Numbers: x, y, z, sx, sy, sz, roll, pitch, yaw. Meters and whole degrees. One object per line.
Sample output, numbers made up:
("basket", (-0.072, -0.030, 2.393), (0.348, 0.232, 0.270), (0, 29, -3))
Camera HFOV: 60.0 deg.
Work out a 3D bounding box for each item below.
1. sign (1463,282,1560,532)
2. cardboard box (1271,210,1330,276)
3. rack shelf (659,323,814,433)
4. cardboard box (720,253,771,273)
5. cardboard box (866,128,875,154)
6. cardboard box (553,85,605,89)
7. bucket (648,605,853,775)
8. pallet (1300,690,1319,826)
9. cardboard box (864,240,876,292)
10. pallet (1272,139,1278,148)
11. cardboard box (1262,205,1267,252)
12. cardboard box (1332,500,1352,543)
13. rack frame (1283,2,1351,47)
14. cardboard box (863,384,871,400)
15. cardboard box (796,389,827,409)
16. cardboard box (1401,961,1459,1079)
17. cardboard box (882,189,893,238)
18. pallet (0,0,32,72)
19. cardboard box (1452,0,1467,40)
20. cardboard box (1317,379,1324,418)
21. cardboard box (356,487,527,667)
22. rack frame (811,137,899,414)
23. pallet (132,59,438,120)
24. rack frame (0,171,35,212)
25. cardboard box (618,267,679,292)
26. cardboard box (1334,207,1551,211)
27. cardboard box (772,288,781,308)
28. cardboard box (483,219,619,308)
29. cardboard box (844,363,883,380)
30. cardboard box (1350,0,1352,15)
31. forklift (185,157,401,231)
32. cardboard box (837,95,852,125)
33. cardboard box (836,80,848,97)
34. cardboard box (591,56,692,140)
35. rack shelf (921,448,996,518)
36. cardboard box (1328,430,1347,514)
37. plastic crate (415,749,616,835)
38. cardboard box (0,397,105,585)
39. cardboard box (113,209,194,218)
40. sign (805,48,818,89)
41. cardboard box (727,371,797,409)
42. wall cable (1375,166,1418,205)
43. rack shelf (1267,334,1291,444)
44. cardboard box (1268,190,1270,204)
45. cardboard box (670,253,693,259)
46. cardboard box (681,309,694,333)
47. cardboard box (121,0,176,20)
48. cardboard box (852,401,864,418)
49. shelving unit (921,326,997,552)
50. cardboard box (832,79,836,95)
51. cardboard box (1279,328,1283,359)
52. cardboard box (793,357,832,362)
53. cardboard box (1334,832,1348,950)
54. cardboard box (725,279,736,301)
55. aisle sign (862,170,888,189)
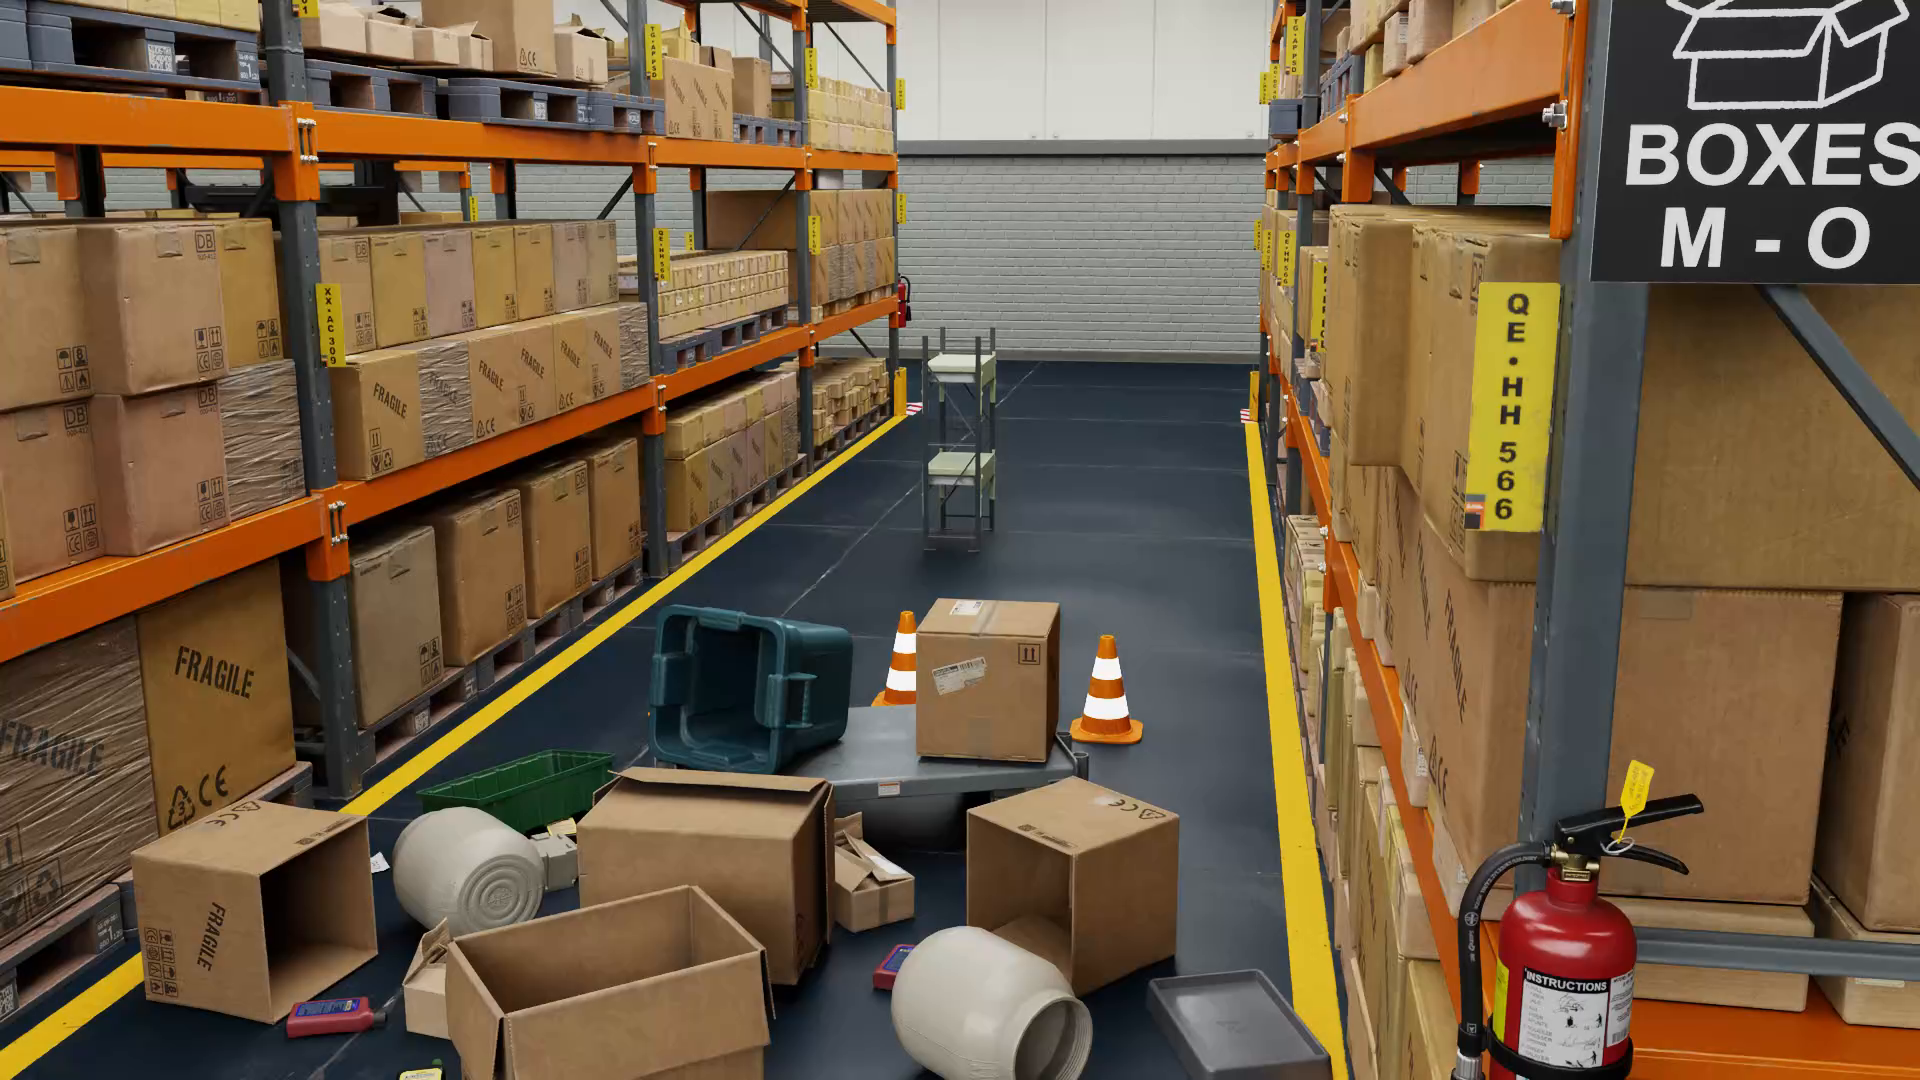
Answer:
("sign", (0.719, -0.171, 2.170), (0.100, 0.325, 0.005), (2, 12, 9))
("cardboard box", (2.758, -2.382, 13.315), (0.500, 0.500, 0.500), (2, 12, 9))
("rack shelf", (-2.105, -1.298, 12.604), (1.077, 0.370, 4.000), (2, 12, 9))
("cardboard box", (-1.748, -2.240, 13.453), (0.380, 0.149, 0.250), (1, 12, 7))
("cardboard box", (-1.151, -3.979, 16.573), (0.500, 0.250, 0.500), (2, 12, 11))
("cardboard box", (-2.287, -2.708, 9.638), (0.380, 0.166, 0.250), (2, 12, 9))
("bucket", (-0.770, 0.560, 6.439), (0.726, 0.611, 0.620), (7, 4, 28))
("pallet", (1.998, 0.940, 7.132), (1.003, 0.211, 1.213), (2, 12, 9))
("cardboard box", (-1.149, -2.778, 16.821), (0.500, 0.500, 0.500), (2, 12, 9))
("pallet", (3.436, -3.773, 15.470), (1.003, 0.211, 1.213), (2, 12, 9))
("cardboard box", (3.297, -3.098, 16.640), (0.500, 0.500, 0.500), (2, 12, 7))
("cardboard box", (1.514, -0.083, 5.856), (0.380, 0.149, 0.250), (2, 12, 8))
("rack frame", (3.110, -4.859, 13.181), (1.000, 3.000, 0.127), (2, 12, 9))
("cardboard box", (-1.126, -1.520, 16.991), (0.380, 0.149, 0.250), (2, 12, 9))
("cardboard box", (-1.438, -1.289, 15.212), (0.380, 0.149, 0.250), (3, 12, 11))
("cardboard box", (1.130, 1.168, 3.202), (0.500, 0.500, 0.500), (2, 12, 9))
("cardboard box", (-1.006, -3.478, 17.697), (0.500, 0.500, 0.500), (2, 12, 7))
("pallet", (-3.353, -1.400, 4.462), (1.003, 0.211, 1.213), (2, 12, 9))
("cardboard box", (1.267, -1.121, 3.552), (0.380, 0.149, 0.250), (2, 12, 7))
("cardboard box", (1.784, -0.622, 7.360), (0.380, 0.149, 0.250), (2, 12, 9))
("cardboard box", (-2.869, 0.161, 8.469), (1.050, 0.750, 0.750), (2, 12, 9))
("rack frame", (-1.182, -2.899, 18.323), (1.000, 3.000, 0.127), (2, 12, 9))
("pallet", (-2.935, -1.966, 7.329), (0.805, 0.209, 1.217), (1, 12, 6))
("rack frame", (-10.961, -3.241, 19.911), (1.000, 3.000, 0.127), (2, 12, 9))
("cardboard box", (-2.111, -1.753, 11.193), (0.380, 0.149, 0.250), (2, 12, 7))
("cardboard box", (1.497, -0.754, 5.056), (0.700, 0.500, 0.500), (2, 12, 9))
("cardboard box", (-1.702, -2.005, 13.777), (0.380, 0.149, 0.250), (2, 12, 9))
("cardboard box", (-2.491, -1.678, 10.048), (0.700, 0.500, 0.500), (2, 12, 8))
("cardboard box", (-1.022, -1.774, 17.464), (0.380, 0.149, 0.250), (2, 12, 7))
("cardboard box", (1.978, -2.442, 7.257), (0.500, 0.250, 0.500), (2, 12, 10))
("forklift", (-4.697, -1.481, 11.907), (1.130, 2.935, 3.031), (2, 12, 9))
("cardboard box", (-1.313, -4.004, 15.500), (0.500, 0.250, 0.500), (2, 12, 10))
("cardboard box", (-1.263, -4.223, 15.572), (0.380, 0.149, 0.250), (3, 12, 11))
("cardboard box", (-2.061, -2.859, 10.781), (0.500, 0.500, 0.500), (2, 12, 9))
("rack shelf", (-0.001, -0.413, 11.898), (0.431, 0.370, 0.720), (2, 12, 9))
("cardboard box", (1.536, -0.373, 5.661), (0.500, 0.500, 0.500), (2, 12, 8))
("plastic crate", (-1.760, 1.024, 6.658), (0.450, 0.188, 0.662), (-3, 8, 40))
("cardboard box", (-3.334, -0.173, 5.320), (0.875, 0.550, 0.550), (2, 12, 9))
("cardboard box", (-6.889, -2.511, 13.907), (0.797, 0.503, 0.637), (2, 12, 9))
("sign", (-1.248, -3.960, 13.968), (0.100, 0.325, 0.005), (2, 12, 9))
("cardboard box", (-1.662, -1.253, 13.842), (0.500, 0.250, 0.500), (2, 12, 7))
("wall cable", (5.972, -4.387, 22.818), (0.588, 1.984, 0.122), (2, 12, 9))
("rack shelf", (2.802, -1.159, 11.957), (1.077, 0.370, 4.000), (2, 12, 9))
("cardboard box", (3.251, -3.386, 16.437), (0.380, 0.149, 0.250), (1, 12, 7))
("cardboard box", (-2.391, -2.261, 13.550), (0.380, 0.149, 0.250), (2, 12, 9))
("cardboard box", (-2.061, -1.514, 11.500), (0.380, 0.149, 0.250), (3, 12, 11))
("cardboard box", (-2.844, -1.806, 5.495), (0.380, 0.149, 0.250), (2, 12, 10))
("cardboard box", (-1.186, -1.322, 16.777), (0.380, 0.149, 0.250), (2, 12, 10))
("shelving unit", (-0.001, -0.732, 11.829), (0.431, 1.500, 0.755), (2, 12, 9))
("cardboard box", (-1.351, -4.168, 15.315), (0.380, 0.149, 0.250), (1, 12, 7))
("cardboard box", (2.472, -1.345, 11.473), (0.500, 0.250, 0.500), (2, 12, 8))
("cardboard box", (-1.598, -1.903, 18.062), (0.380, 0.149, 0.250), (1, 12, 6))
("cardboard box", (1.451, 1.103, 5.285), (0.500, 0.250, 0.500), (3, 12, 12))
("cardboard box", (-1.905, -1.880, 12.489), (0.380, 0.149, 0.250), (2, 12, 11))
("aisle sign", (-0.874, -4.175, 18.075), (0.394, 0.787, 0.004), (2, 12, 9))
